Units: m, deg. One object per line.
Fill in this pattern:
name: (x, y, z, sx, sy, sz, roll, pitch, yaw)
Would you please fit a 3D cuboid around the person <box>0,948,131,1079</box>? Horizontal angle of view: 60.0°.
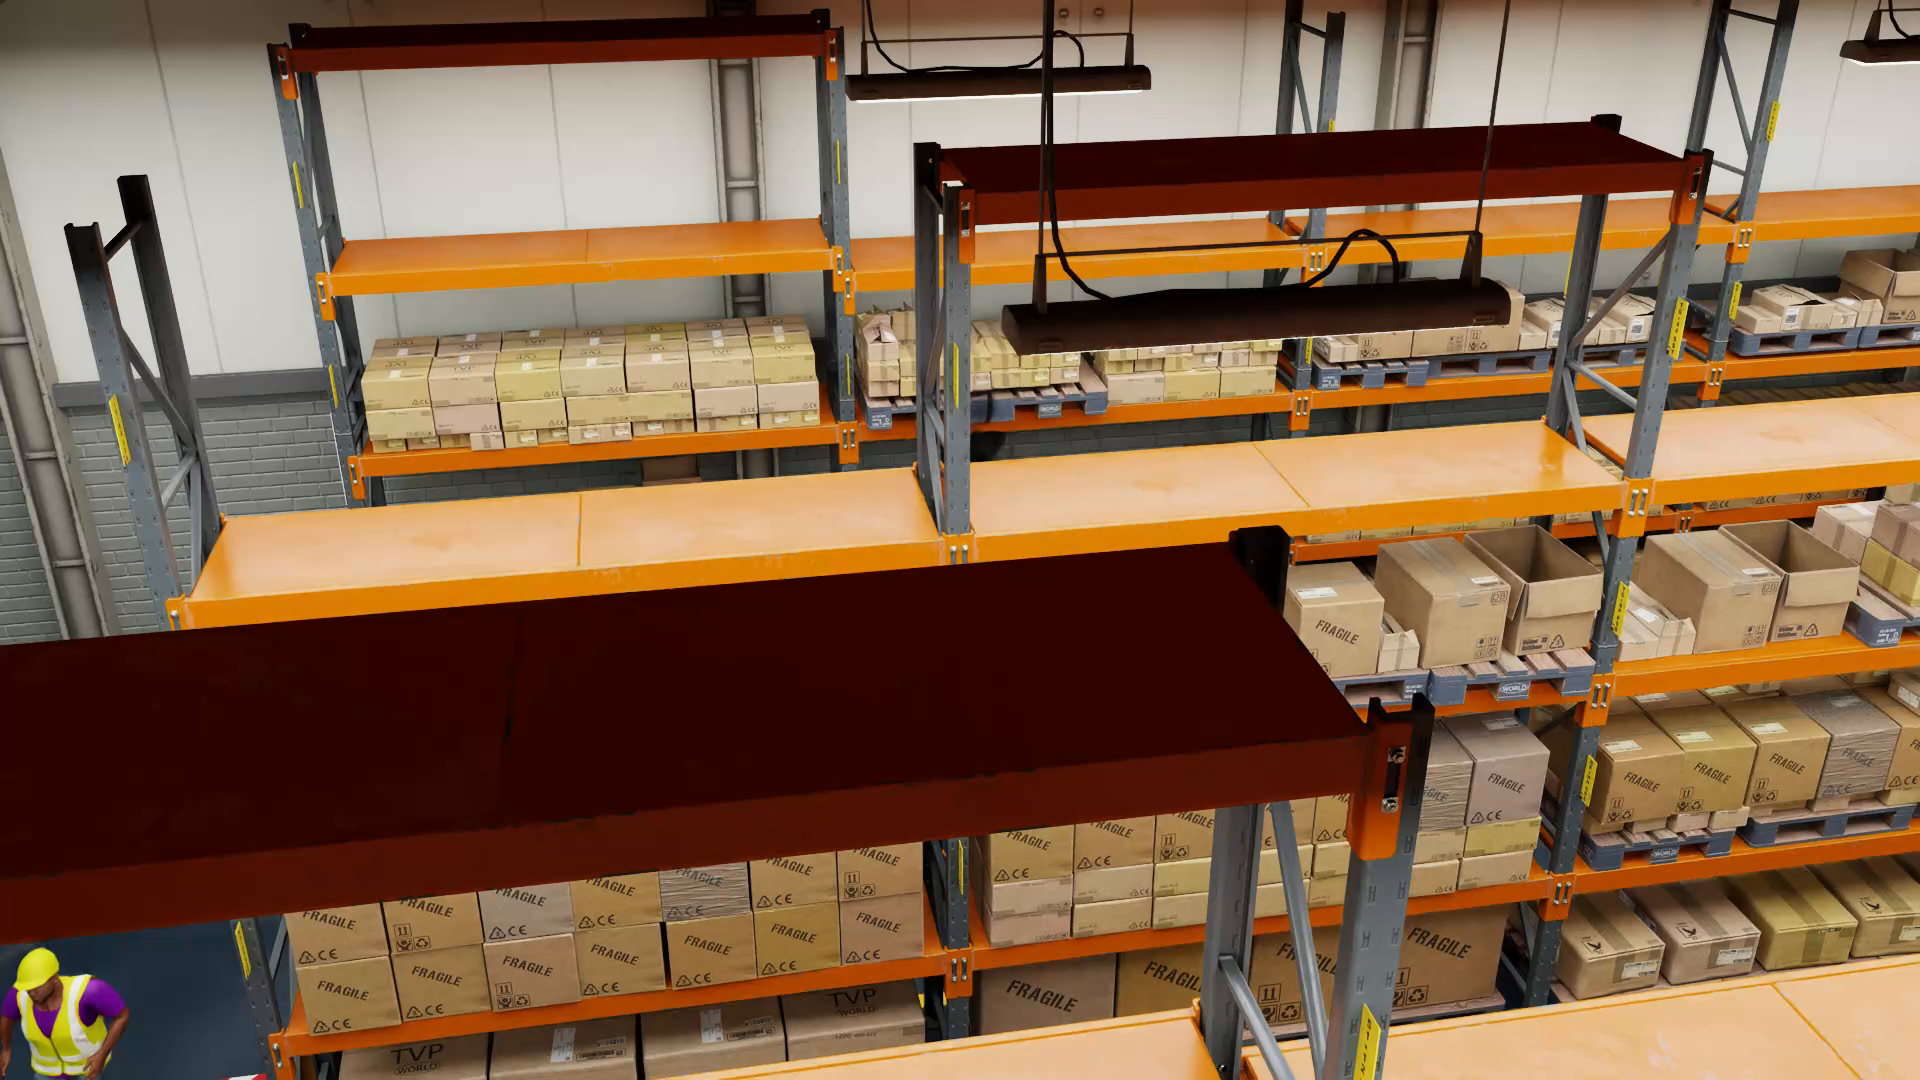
person: (-5.330, 3.099, 9.934, 0.814, 1.712, 0.778, -7, 27, -13)
